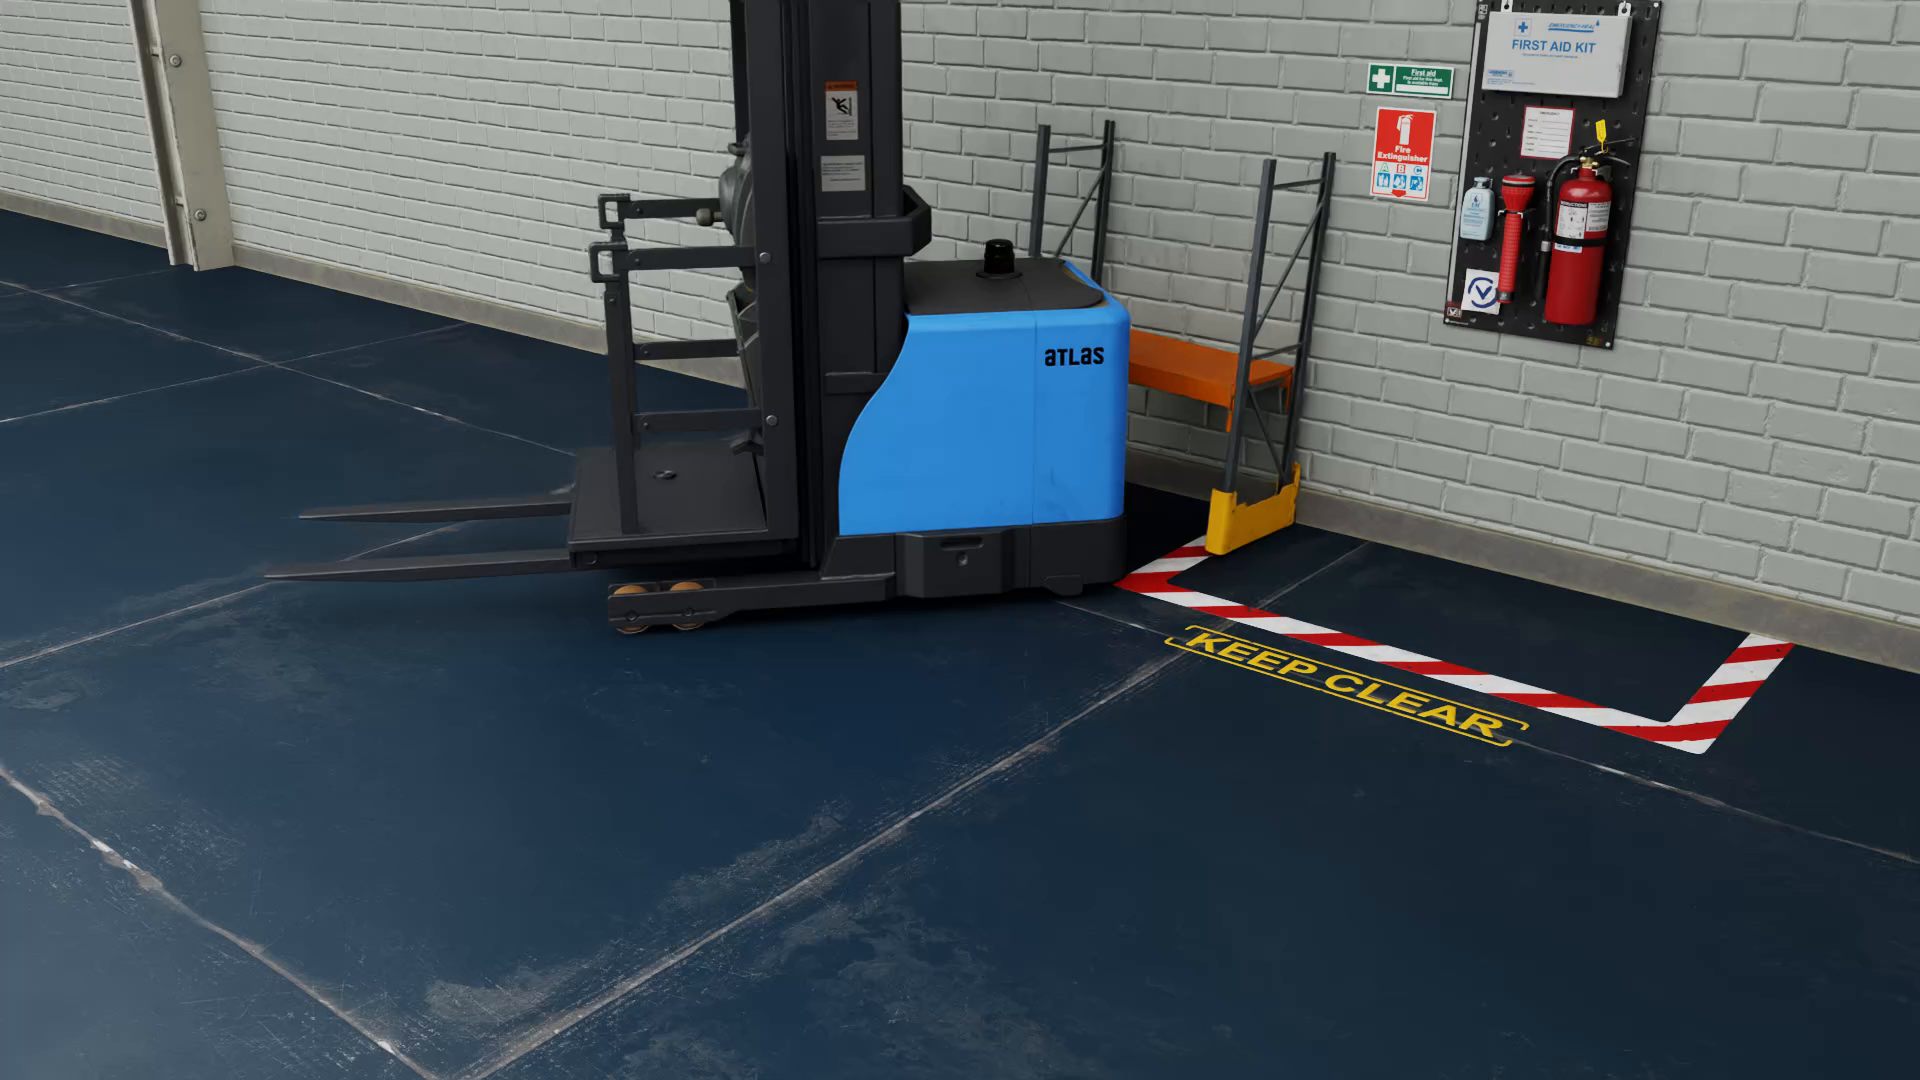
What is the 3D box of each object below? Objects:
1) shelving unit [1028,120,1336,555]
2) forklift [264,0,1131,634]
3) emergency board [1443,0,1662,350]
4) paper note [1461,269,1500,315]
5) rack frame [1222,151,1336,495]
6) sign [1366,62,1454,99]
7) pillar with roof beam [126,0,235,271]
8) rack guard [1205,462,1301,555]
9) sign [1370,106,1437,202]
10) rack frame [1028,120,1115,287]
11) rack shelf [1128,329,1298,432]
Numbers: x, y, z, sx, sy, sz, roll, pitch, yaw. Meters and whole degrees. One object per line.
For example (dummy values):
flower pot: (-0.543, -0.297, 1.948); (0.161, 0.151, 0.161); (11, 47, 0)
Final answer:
shelving unit: (0.829, -0.852, 6.696); (1.083, 1.500, 0.587); (19, 25, 36)
forklift: (-0.956, -1.245, 5.816); (3.031, 2.935, 1.130); (-4, 21, -9)
emergency board: (2.001, -1.261, 5.760); (0.643, 1.169, 0.194); (16, 26, 36)
paper note: (1.907, -0.907, 6.070); (0.142, 0.148, 0.016); (16, 26, 36)
rack frame: (1.212, -0.719, 6.405); (0.032, 1.500, 0.500); (19, 25, 36)
sign: (1.636, -1.673, 6.053); (0.331, 0.109, 0.001); (16, 26, 36)
pillar with roof beam: (-8.127, -5.006, 7.191); (0.400, 9.000, 9.100); (16, 26, 36)
rack guard: (1.171, -0.134, 6.619); (0.087, 0.250, 0.587); (19, 25, 36)
sign: (1.638, -1.429, 6.155); (0.234, 0.329, 0.001); (16, 26, 36)
rack frame: (0.432, -0.990, 6.998); (0.032, 1.500, 0.500); (19, 25, 36)
rack shelf: (0.810, -0.686, 6.763); (1.000, 0.185, 0.538); (19, 25, 36)
